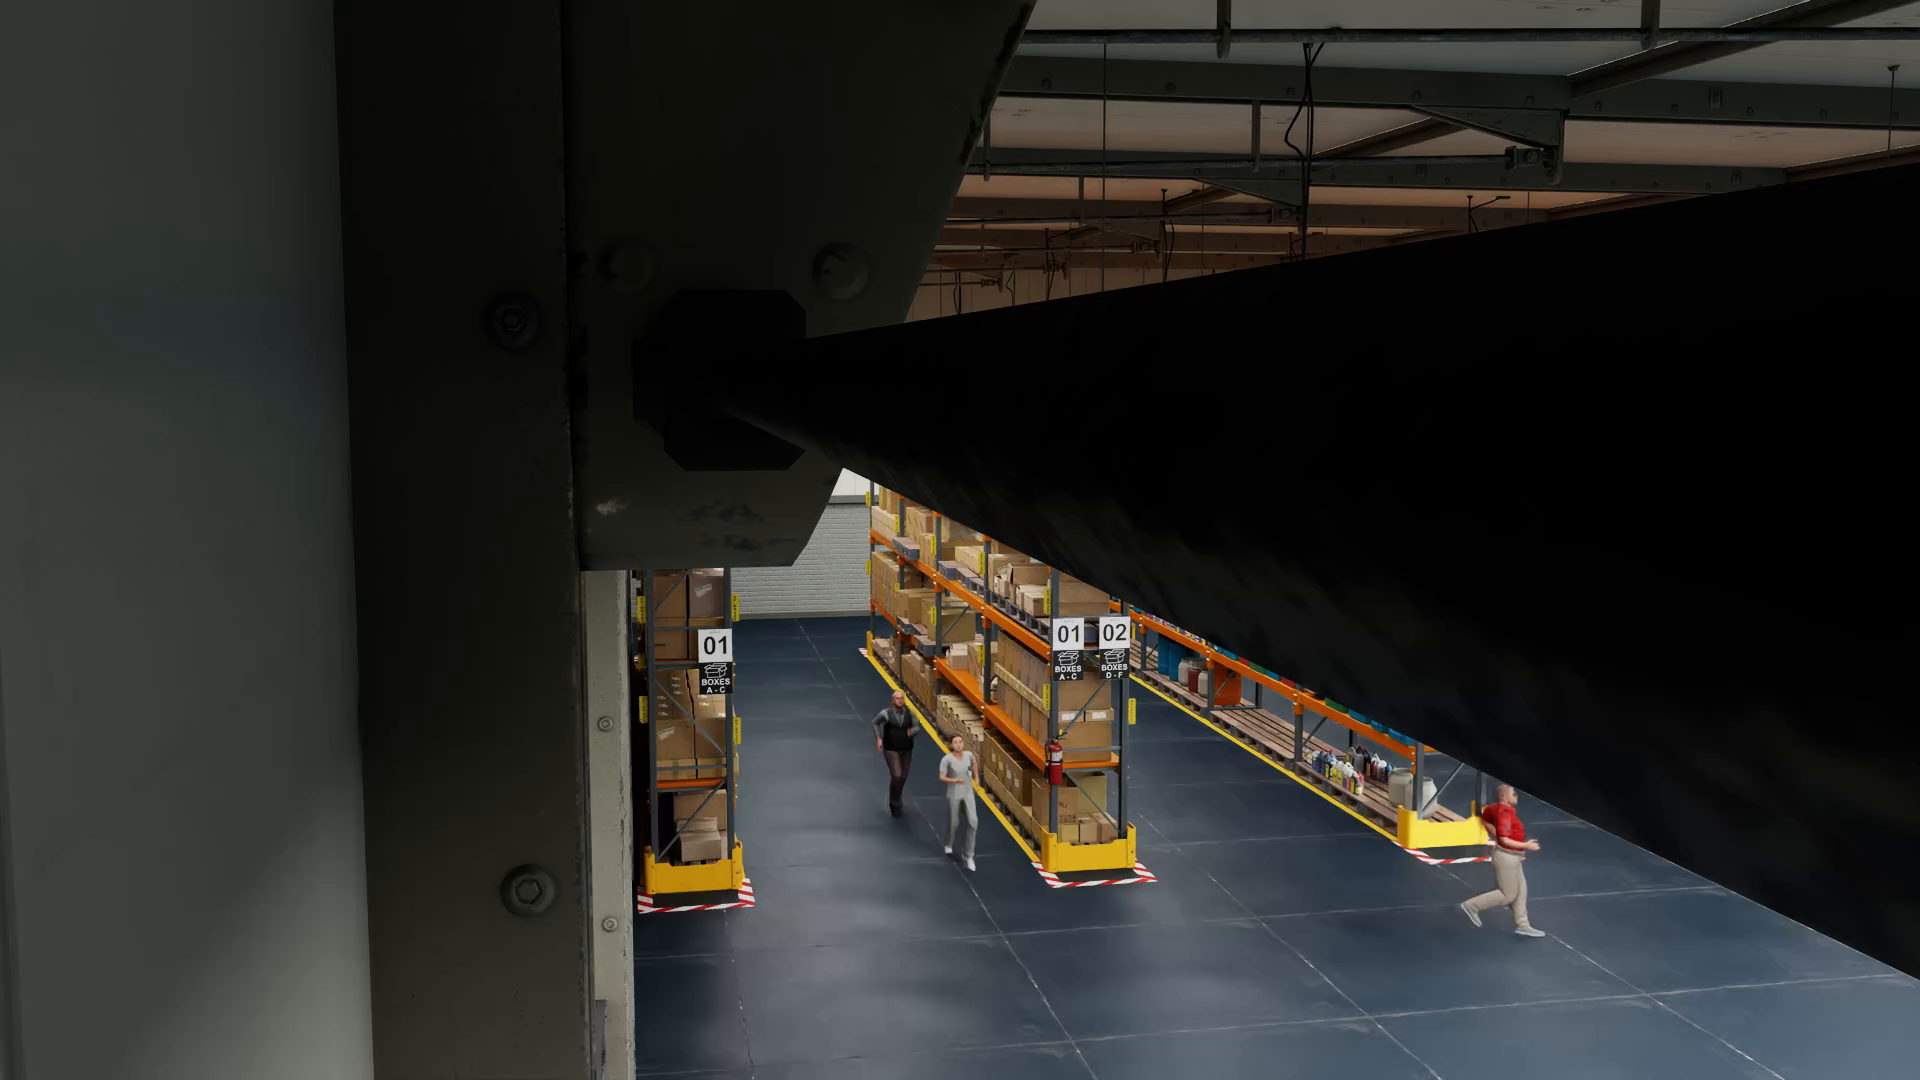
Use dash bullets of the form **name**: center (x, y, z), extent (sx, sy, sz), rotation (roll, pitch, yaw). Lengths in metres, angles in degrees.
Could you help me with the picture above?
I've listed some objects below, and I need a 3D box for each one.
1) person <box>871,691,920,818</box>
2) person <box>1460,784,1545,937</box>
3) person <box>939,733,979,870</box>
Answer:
- **person**: center (-0.879, 3.024, 23.555), extent (0.624, 1.780, 0.752), rotation (-3, 7, -24)
- **person**: center (6.038, 3.553, 18.449), extent (0.923, 1.713, 0.663), rotation (1, 6, 11)
- **person**: center (0.001, 3.301, 21.246), extent (0.570, 1.698, 0.825), rotation (-2, 6, -16)
